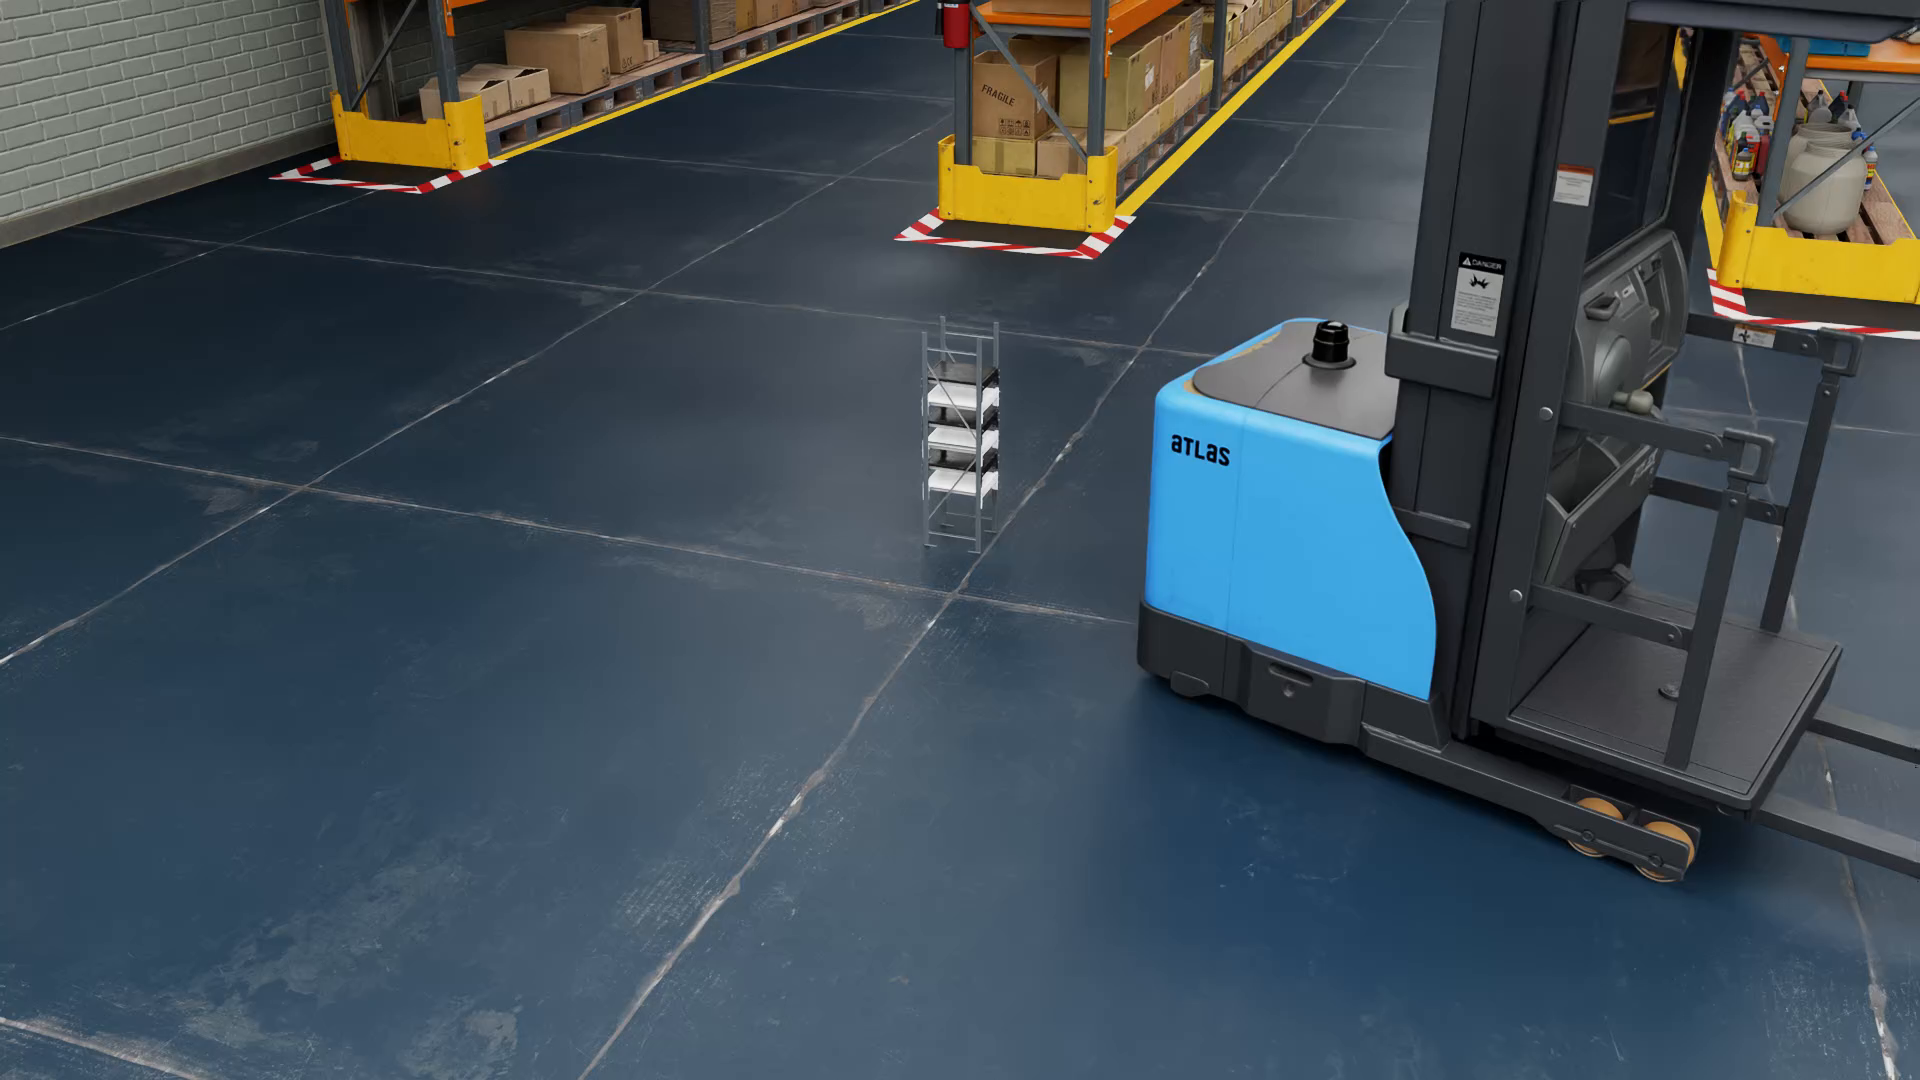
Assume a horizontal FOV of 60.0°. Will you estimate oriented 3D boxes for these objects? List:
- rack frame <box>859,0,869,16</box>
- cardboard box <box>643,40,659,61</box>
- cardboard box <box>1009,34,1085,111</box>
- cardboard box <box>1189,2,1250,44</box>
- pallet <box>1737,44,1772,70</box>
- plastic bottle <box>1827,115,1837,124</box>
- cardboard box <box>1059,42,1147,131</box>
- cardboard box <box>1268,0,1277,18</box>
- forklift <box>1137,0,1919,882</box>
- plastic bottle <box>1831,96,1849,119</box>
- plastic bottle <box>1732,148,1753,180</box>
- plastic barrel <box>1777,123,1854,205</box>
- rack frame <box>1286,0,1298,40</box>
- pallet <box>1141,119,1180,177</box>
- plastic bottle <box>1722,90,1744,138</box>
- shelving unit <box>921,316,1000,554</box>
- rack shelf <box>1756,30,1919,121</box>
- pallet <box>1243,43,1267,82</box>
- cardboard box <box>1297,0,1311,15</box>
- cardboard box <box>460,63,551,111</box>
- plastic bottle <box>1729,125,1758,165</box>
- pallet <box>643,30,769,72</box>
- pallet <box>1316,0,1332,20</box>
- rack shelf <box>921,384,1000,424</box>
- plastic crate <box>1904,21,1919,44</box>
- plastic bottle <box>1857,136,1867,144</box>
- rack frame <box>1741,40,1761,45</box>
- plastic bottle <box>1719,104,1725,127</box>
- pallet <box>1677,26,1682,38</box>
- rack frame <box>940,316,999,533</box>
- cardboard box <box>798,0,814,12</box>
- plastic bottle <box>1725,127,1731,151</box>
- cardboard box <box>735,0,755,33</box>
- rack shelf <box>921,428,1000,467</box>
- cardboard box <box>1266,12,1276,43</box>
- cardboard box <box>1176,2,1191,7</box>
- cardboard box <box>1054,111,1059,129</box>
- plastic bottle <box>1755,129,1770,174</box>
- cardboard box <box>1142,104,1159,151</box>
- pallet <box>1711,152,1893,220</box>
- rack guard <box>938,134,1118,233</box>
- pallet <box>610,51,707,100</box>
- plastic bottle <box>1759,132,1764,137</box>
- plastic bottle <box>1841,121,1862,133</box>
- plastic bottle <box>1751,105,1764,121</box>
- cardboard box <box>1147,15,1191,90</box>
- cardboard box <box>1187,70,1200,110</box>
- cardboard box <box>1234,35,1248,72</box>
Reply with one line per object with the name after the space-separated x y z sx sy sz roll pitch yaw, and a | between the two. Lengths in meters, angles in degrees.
-1.556 -7.526 18.853 1.000 3.000 0.127 9 27 17 | rack frame
-3.037 -4.581 15.516 0.380 0.166 0.250 5 26 11 | cardboard box
0.671 -3.488 12.324 0.500 0.500 0.500 9 27 17 | cardboard box
2.329 -4.708 15.062 0.500 0.311 0.500 8 27 17 | cardboard box
7.492 -4.522 15.847 1.003 0.211 1.213 9 27 17 | pallet
6.236 -2.908 11.925 0.061 0.283 0.133 9 27 17 | plastic bottle
1.007 -3.205 11.740 0.500 0.500 0.500 9 27 17 | cardboard box
2.837 -5.341 16.369 0.500 0.311 0.500 9 27 17 | cardboard box
2.084 -0.608 4.642 3.031 2.935 1.130 19 31 33 | forklift
6.449 -3.066 12.176 0.144 0.351 0.185 7 27 15 | plastic bottle
5.322 -2.559 11.299 0.097 0.201 0.097 0 26 0 | plastic bottle
5.438 -2.359 10.553 0.421 0.512 0.421 0 26 0 | plastic barrel
3.116 -6.810 17.372 1.000 3.000 0.127 9 27 17 | rack frame
1.077 -3.087 12.883 1.003 0.211 1.213 9 27 17 | pallet
5.795 -3.180 12.411 0.144 0.351 0.185 10 27 19 | plastic bottle
0.003 -0.408 6.561 0.258 0.900 0.210 9 27 17 | shelving unit
5.789 -3.300 10.950 1.077 0.370 4.000 9 27 17 | rack shelf
2.398 -4.722 16.261 1.003 0.211 1.213 9 27 17 | pallet
3.537 -6.028 18.122 0.500 0.500 0.500 10 28 20 | cardboard box
-3.714 -3.732 13.597 0.500 0.311 0.500 11 28 22 | cardboard box
5.478 -2.749 11.607 0.152 0.276 0.135 8 27 16 | plastic bottle
-2.630 -4.948 16.727 1.003 0.211 1.213 9 27 17 | pallet
3.808 -6.355 19.634 1.003 0.211 1.213 9 27 17 | pallet
0.003 -0.540 6.497 0.258 0.077 0.200 9 27 17 | rack shelf
5.725 -3.005 9.816 0.298 0.136 0.250 9 27 17 | plastic crate
6.135 -2.613 11.330 0.097 0.271 0.097 0 26 0 | plastic bottle
7.786 -6.090 15.885 1.000 3.000 0.127 9 27 17 | rack frame
5.902 -3.275 12.779 0.097 0.201 0.097 0 26 0 | plastic bottle
8.417 -5.664 18.207 1.003 0.211 1.213 9 27 17 | pallet
0.037 -0.450 6.647 0.240 0.900 0.006 9 27 17 | rack frame
-2.028 -6.101 18.272 0.700 0.500 0.500 9 27 17 | cardboard box
5.616 -2.922 12.050 0.097 0.201 0.097 0 26 0 | plastic bottle
-2.534 -5.480 16.990 0.700 0.500 0.500 8 27 16 | cardboard box
0.003 -0.378 6.575 0.258 0.077 0.200 9 27 17 | rack shelf
2.833 -5.091 16.496 0.500 0.250 0.500 9 27 19 | cardboard box
1.817 -4.792 15.236 0.500 0.311 0.500 10 27 19 | cardboard box
0.509 -2.944 12.061 0.500 0.250 0.500 9 27 17 | cardboard box
5.532 -2.680 11.456 0.061 0.283 0.133 9 27 17 | plastic bottle
1.172 -3.073 12.328 0.500 0.250 0.500 9 27 17 | cardboard box
5.788 -2.418 11.502 1.003 0.211 1.213 9 27 17 | pallet
0.446 -2.387 11.106 1.175 0.500 0.348 9 27 17 | rack guard
-3.078 -4.346 15.485 1.003 0.211 1.213 9 27 17 | pallet
5.657 -2.785 11.766 0.097 0.201 0.097 0 26 0 | plastic bottle
6.283 -2.834 11.781 0.152 0.276 0.135 9 27 18 | plastic bottle
5.861 -3.067 12.269 0.097 0.271 0.097 0 26 0 | plastic bottle
1.497 -3.823 13.016 0.500 0.500 0.500 9 27 17 | cardboard box
1.661 -3.691 13.604 0.500 0.250 0.500 9 27 17 | cardboard box
2.324 -4.457 15.186 0.500 0.250 0.500 9 27 19 | cardboard box
